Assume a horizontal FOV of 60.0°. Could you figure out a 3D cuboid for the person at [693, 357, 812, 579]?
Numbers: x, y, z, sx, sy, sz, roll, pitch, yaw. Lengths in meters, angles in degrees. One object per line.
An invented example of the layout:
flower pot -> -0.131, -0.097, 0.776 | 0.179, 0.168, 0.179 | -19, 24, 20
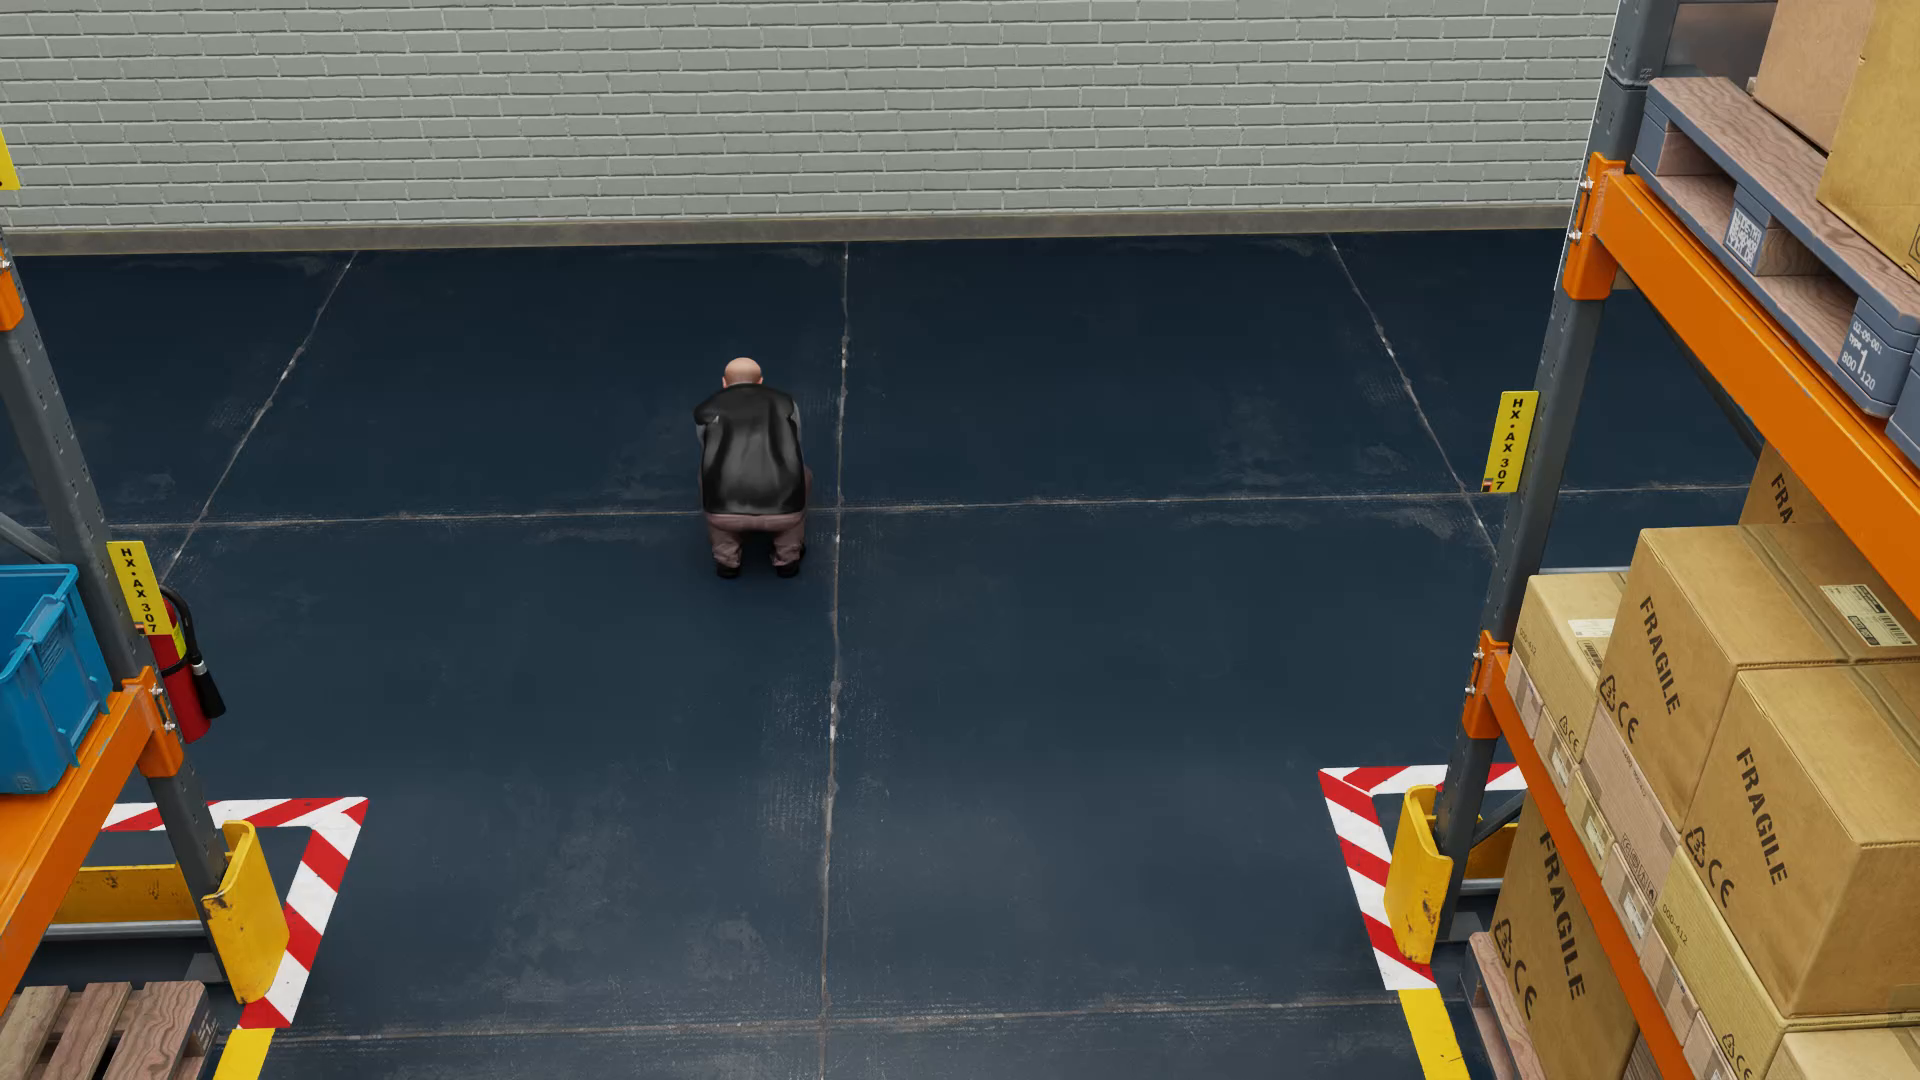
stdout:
person -> -0.928, -0.273, 7.471 | 0.521, 0.826, 0.917 | -2, 35, -3
